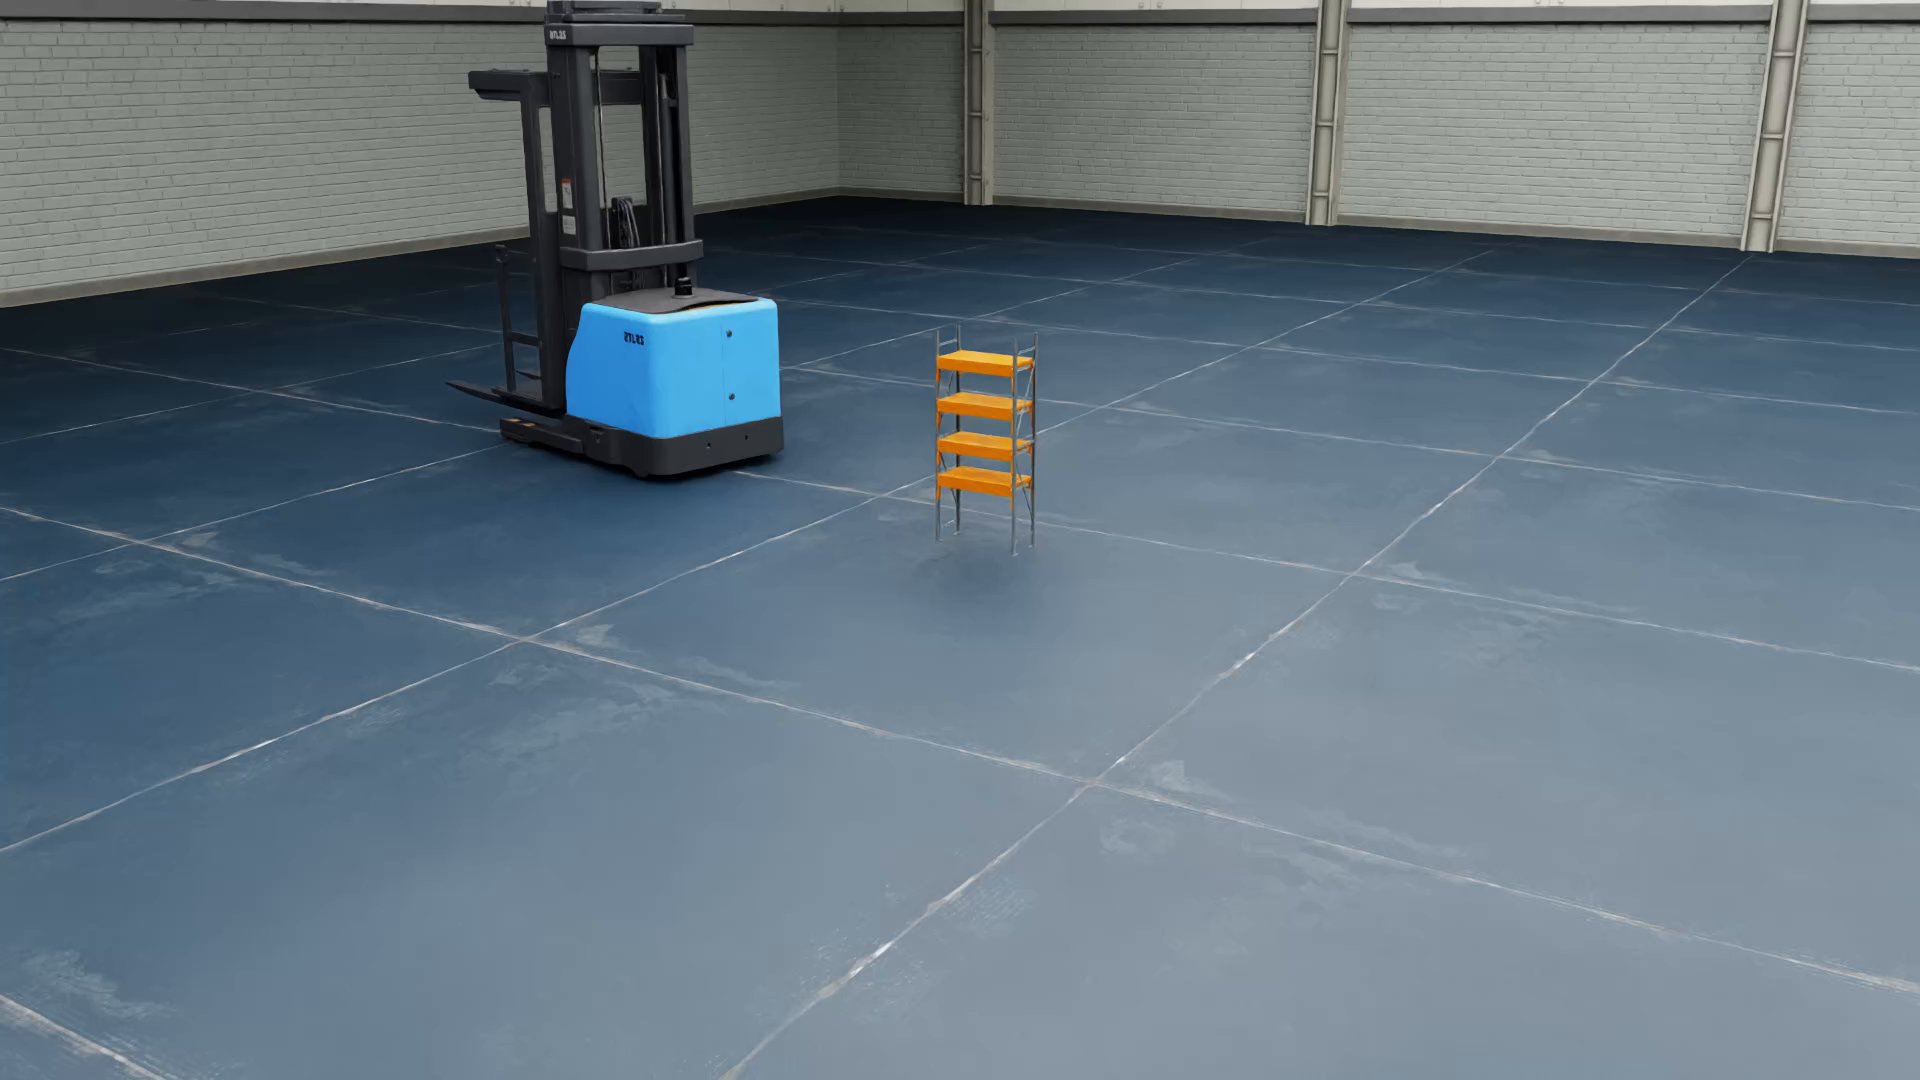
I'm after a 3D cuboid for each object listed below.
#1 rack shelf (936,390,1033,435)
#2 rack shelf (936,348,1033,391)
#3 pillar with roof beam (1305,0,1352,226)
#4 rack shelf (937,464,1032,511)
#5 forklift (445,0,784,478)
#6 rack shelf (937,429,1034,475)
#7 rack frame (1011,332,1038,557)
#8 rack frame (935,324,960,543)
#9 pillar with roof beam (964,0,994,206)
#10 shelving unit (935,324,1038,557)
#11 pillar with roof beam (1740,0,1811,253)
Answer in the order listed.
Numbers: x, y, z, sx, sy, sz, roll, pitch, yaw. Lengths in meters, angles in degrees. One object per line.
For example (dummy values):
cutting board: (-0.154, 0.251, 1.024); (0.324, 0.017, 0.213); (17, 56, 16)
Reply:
rack shelf: (0.141, -0.699, 9.078); (0.480, 0.148, 0.258); (10, 20, 30)
rack shelf: (0.141, -0.925, 9.010); (0.480, 0.148, 0.258); (10, 20, 30)
pillar with roof beam: (3.174, -7.977, 20.159); (0.400, 9.000, 9.100); (10, 20, 30)
rack shelf: (0.141, -0.295, 9.201); (0.480, 0.148, 0.258); (10, 20, 30)
forklift: (-2.579, -2.145, 11.400); (3.031, 2.935, 1.130); (16, 23, 42)
rack shelf: (0.141, -0.485, 9.143); (0.480, 0.148, 0.258); (10, 20, 30)
rack frame: (0.349, -0.512, 9.002); (0.015, 1.200, 0.240); (10, 20, 30)
rack frame: (-0.067, -0.586, 9.246); (0.015, 1.200, 0.240); (10, 20, 30)
pillar with roof beam: (-1.938, -8.890, 23.164); (0.400, 9.000, 9.100); (10, 20, 30)
shelving unit: (0.141, -0.549, 9.124); (0.503, 1.200, 0.258); (10, 20, 30)
pillar with roof beam: (8.287, -7.064, 17.155); (0.400, 9.000, 9.100); (10, 20, 30)
